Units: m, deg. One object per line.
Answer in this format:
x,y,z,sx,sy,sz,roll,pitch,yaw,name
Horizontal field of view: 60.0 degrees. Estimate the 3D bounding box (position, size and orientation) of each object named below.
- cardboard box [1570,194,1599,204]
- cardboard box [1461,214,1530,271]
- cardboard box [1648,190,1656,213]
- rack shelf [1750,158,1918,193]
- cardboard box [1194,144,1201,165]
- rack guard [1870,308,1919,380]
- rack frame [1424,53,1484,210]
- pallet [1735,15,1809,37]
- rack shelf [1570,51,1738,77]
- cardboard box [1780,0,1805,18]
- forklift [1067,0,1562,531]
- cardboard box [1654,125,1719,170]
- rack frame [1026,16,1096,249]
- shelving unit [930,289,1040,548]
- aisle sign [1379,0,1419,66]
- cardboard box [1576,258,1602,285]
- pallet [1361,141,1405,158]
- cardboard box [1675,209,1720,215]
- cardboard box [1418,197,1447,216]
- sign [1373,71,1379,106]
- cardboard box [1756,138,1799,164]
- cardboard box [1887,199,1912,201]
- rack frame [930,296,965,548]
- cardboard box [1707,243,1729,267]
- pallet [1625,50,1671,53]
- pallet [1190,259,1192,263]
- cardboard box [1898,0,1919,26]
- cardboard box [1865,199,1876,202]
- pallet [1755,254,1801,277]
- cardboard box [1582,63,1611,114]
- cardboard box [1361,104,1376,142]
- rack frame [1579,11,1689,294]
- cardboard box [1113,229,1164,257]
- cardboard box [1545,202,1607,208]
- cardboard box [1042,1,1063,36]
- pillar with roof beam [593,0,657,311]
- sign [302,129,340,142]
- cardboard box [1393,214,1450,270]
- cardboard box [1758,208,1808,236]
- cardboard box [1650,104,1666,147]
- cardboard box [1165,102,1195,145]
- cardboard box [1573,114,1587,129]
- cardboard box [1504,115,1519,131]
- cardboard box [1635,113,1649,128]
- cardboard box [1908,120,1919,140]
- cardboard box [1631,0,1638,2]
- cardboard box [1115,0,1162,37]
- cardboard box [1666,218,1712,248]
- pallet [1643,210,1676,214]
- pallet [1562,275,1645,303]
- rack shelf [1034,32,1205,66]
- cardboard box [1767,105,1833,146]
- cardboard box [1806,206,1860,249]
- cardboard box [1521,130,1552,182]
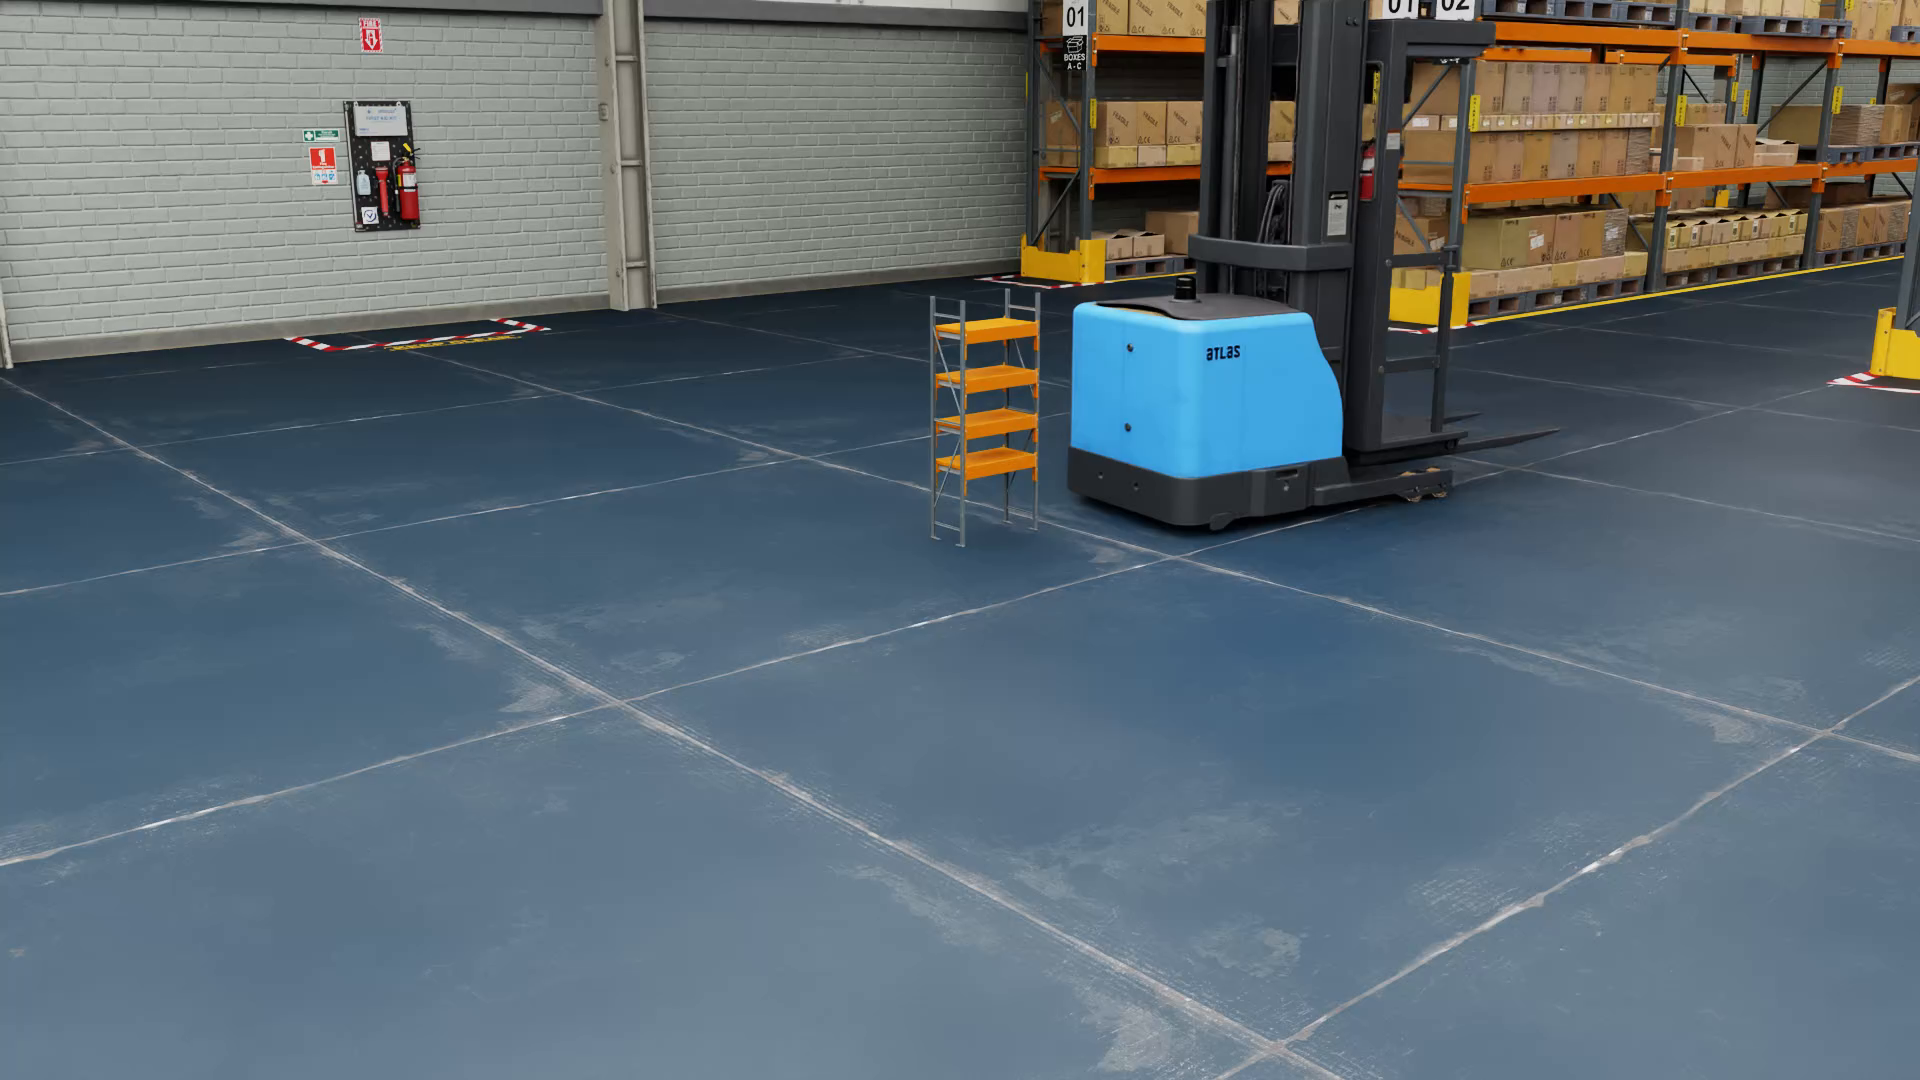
9.820,-5.650,26.941,0.750,0.750,0.750,-12,19,-39,cardboard box
5.354,-2.994,16.707,0.500,0.500,0.500,-13,19,-39,cardboard box
11.627,-5.894,28.533,0.500,0.500,0.700,-12,19,-38,cardboard box
11.971,-4.971,22.441,4.000,0.370,1.077,-13,19,-39,rack shelf
2.903,-4.807,20.687,0.500,0.250,0.500,-12,19,-39,cardboard box
7.703,-1.474,12.799,0.348,0.500,1.175,-13,19,-39,rack guard
7.208,-5.943,24.688,0.127,3.000,1.000,-13,19,-39,rack frame
9.168,-6.015,19.511,1.213,0.211,1.003,-12,19,-37,pallet
11.734,-8.062,28.199,4.000,0.370,1.077,-13,19,-39,rack shelf
9.774,-6.379,19.984,0.500,0.250,0.500,-12,19,-38,cardboard box
2.105,-1.725,9.030,3.031,2.935,1.130,-9,17,-31,forklift
8.432,-4.567,19.340,0.500,0.500,0.500,-11,18,-35,cardboard box
1.173,-4.588,19.615,0.127,3.000,1.000,-13,19,-39,rack frame
0.125,-0.608,8.200,0.503,1.200,0.258,-13,19,-39,shelving unit
4.185,-4.926,15.844,0.004,0.787,0.394,-13,19,-39,aisle sign
6.487,-2.885,17.753,0.500,0.250,0.500,-13,19,-39,cardboard box
5.741,-5.507,23.428,1.213,0.211,1.003,-13,19,-39,pallet
9.098,-3.917,20.529,0.500,0.311,0.500,-13,20,-41,cardboard box
6.699,-4.816,24.459,0.500,0.500,0.700,-12,19,-39,cardboard box
4.082,-4.406,16.231,0.005,0.325,0.100,-13,19,-39,sign
10.159,-4.884,20.893,0.500,0.311,0.500,-11,19,-36,cardboard box
13.296,-4.523,23.361,0.500,0.500,0.500,-13,20,-40,cardboard box
-0.059,-0.566,8.045,0.015,1.200,0.240,-13,19,-39,rack frame
8.687,-3.371,19.573,0.500,0.250,0.500,-13,20,-41,cardboard box
11.769,-8.370,28.130,1.213,0.211,1.003,-13,19,-39,pallet
3.707,-3.798,22.060,1.213,0.211,1.003,-13,19,-39,pallet
12.562,-7.217,22.444,0.600,0.600,0.600,-13,20,-40,cardboard box
12.560,-4.535,23.407,0.500,0.500,0.500,-12,19,-39,cardboard box
9.816,-3.501,20.946,1.213,0.211,1.003,-13,19,-39,pallet
6.356,-4.730,17.439,0.500,0.500,0.700,-13,20,-39,cardboard box
5.499,-5.817,23.169,0.500,0.500,0.700,-10,18,-32,cardboard box
7.445,-4.302,18.543,0.127,3.000,1.000,-13,19,-39,rack frame
2.184,-3.698,20.640,0.500,0.311,0.500,-11,18,-35,cardboard box
6.890,-3.521,18.681,0.500,0.500,0.500,-13,19,-39,cardboard box
1.321,-6.215,19.661,0.500,0.500,0.500,-11,18,-35,cardboard box
-0.567,-5.919,12.972,0.400,9.000,9.100,-13,19,-39,pillar with roof beam
-5.758,-3.646,14.992,0.331,0.109,0.001,-13,19,-39,sign
4.637,-3.010,16.767,0.500,0.500,0.500,-13,19,-39,cardboard box
10.229,-3.988,20.797,0.500,0.311,0.500,-12,19,-38,cardboard box
11.200,-6.977,27.977,0.700,0.700,0.980,-13,20,-41,cardboard box
2.504,-5.078,20.248,0.500,0.500,0.500,-13,20,-41,cardboard box
6.223,-4.316,17.143,0.250,0.149,0.380,-12,19,-38,cardboard box
5.251,-4.098,16.329,0.250,0.149,0.380,-13,19,-39,cardboard box
7.193,-4.535,17.963,0.250,0.149,0.380,-13,20,-41,cardboard box
13.689,-5.840,24.108,0.500,0.500,0.500,-12,19,-38,cardboard box
10.947,-8.677,26.941,0.500,0.500,0.500,-13,20,-40,cardboard box
2.018,-6.187,19.557,0.500,0.500,0.500,-11,19,-36,cardboard box
8.301,-3.553,19.166,0.500,0.311,0.500,-13,20,-40,cardboard box
11.771,-5.595,28.788,1.213,0.211,1.003,-13,19,-39,pallet
6.818,-2.828,18.429,1.213,0.211,1.003,-13,19,-39,pallet
2.682,-6.029,20.589,4.000,0.370,1.077,-13,19,-39,rack shelf
10.864,-5.360,21.495,0.700,0.500,0.500,8,17,28,cardboard box
11.385,-4.096,21.763,0.500,0.500,0.500,-14,20,-41,cardboard box
5.559,-3.922,16.928,0.500,0.500,0.700,-12,19,-39,cardboard box
